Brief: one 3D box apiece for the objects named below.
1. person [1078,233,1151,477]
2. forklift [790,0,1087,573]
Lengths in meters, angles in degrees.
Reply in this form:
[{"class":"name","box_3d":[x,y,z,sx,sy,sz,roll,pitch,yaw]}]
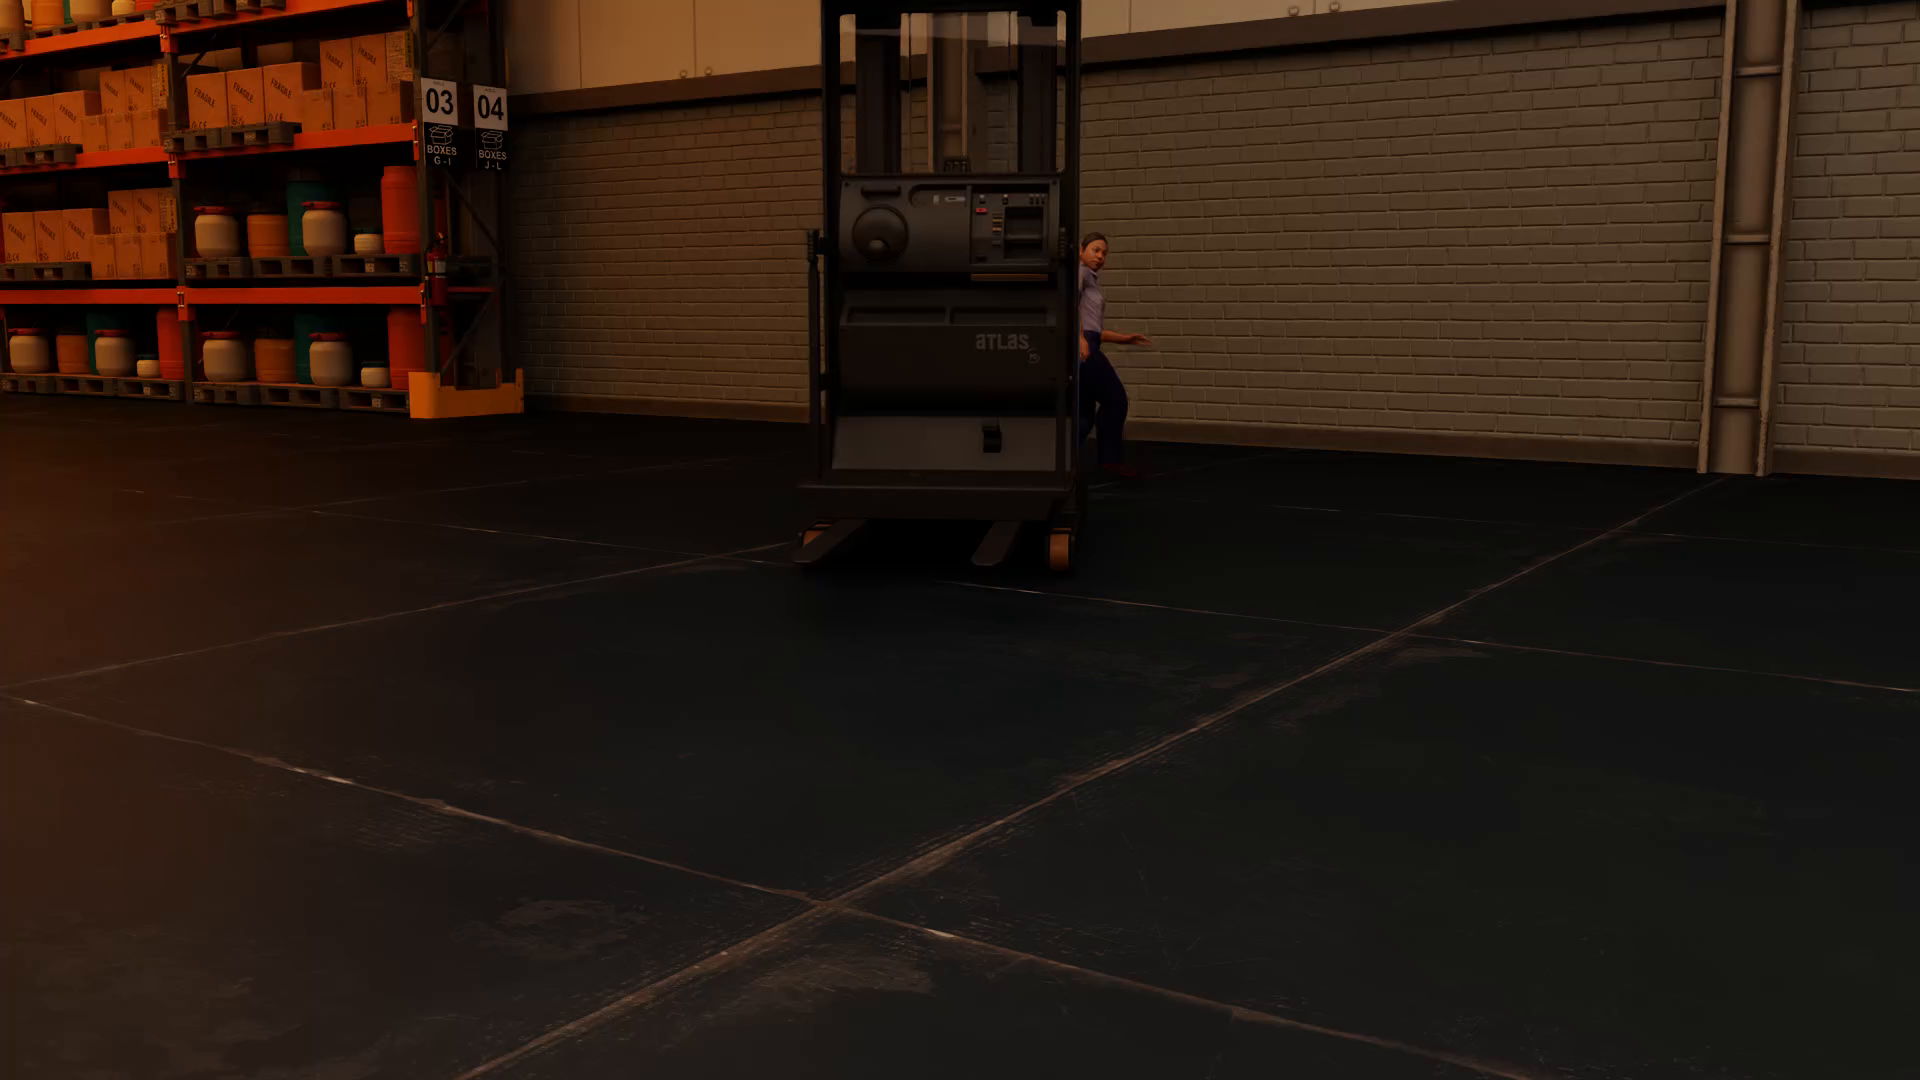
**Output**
[{"class":"person","box_3d":[0.848,-1.099,10.051,0.756,1.504,0.714,-3,9,-22]},{"class":"forklift","box_3d":[-0.064,-1.366,6.796,1.130,2.935,3.031,1,8,6]}]
